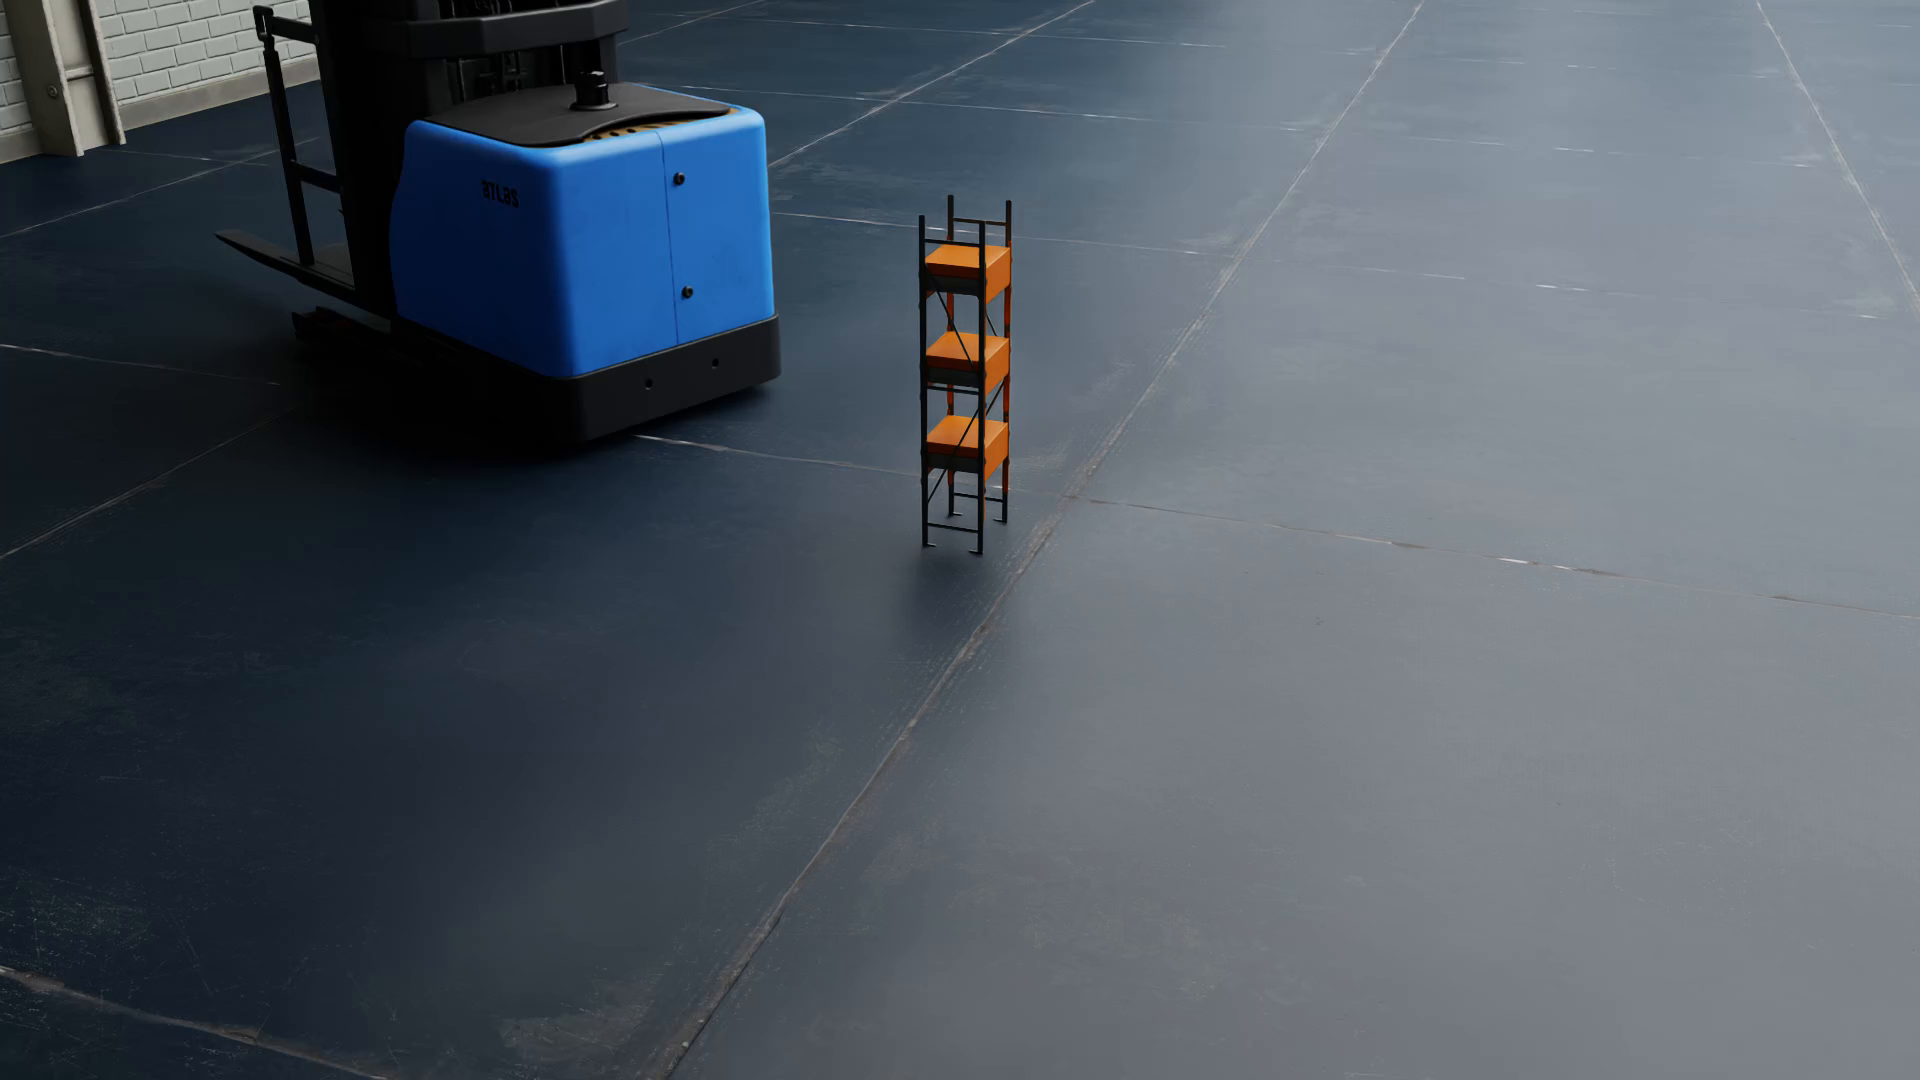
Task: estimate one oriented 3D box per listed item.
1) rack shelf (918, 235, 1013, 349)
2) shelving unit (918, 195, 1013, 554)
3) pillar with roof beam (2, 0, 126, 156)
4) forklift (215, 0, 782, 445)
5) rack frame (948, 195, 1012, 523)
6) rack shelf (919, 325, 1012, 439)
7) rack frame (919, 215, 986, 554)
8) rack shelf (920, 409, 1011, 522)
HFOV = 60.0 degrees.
[{"bbox_3d":[0.018,-0.740,4.948,0.215,0.259,0.240,9,27,17],"label":"rack shelf"},{"bbox_3d":[0.018,-0.495,5.067,0.215,1.050,0.252,9,27,17],"label":"shelving unit"},{"bbox_3d":[-1.341,-5.842,6.990,9.100,9.000,0.400,9,27,17],"label":"pillar with roof beam"},{"bbox_3d":[-2.105,-2.187,6.403,3.031,2.935,1.130,22,34,38],"label":"forklift"},{"bbox_3d":[0.058,-0.545,5.170,0.200,1.050,0.008,9,27,17],"label":"rack frame"},{"bbox_3d":[0.018,-0.485,5.071,0.215,0.259,0.240,9,27,17],"label":"rack shelf"},{"bbox_3d":[-0.023,-0.444,4.963,0.200,1.050,0.008,9,27,17],"label":"rack frame"},{"bbox_3d":[0.018,-0.235,5.192,0.215,0.259,0.240,9,27,17],"label":"rack shelf"}]
